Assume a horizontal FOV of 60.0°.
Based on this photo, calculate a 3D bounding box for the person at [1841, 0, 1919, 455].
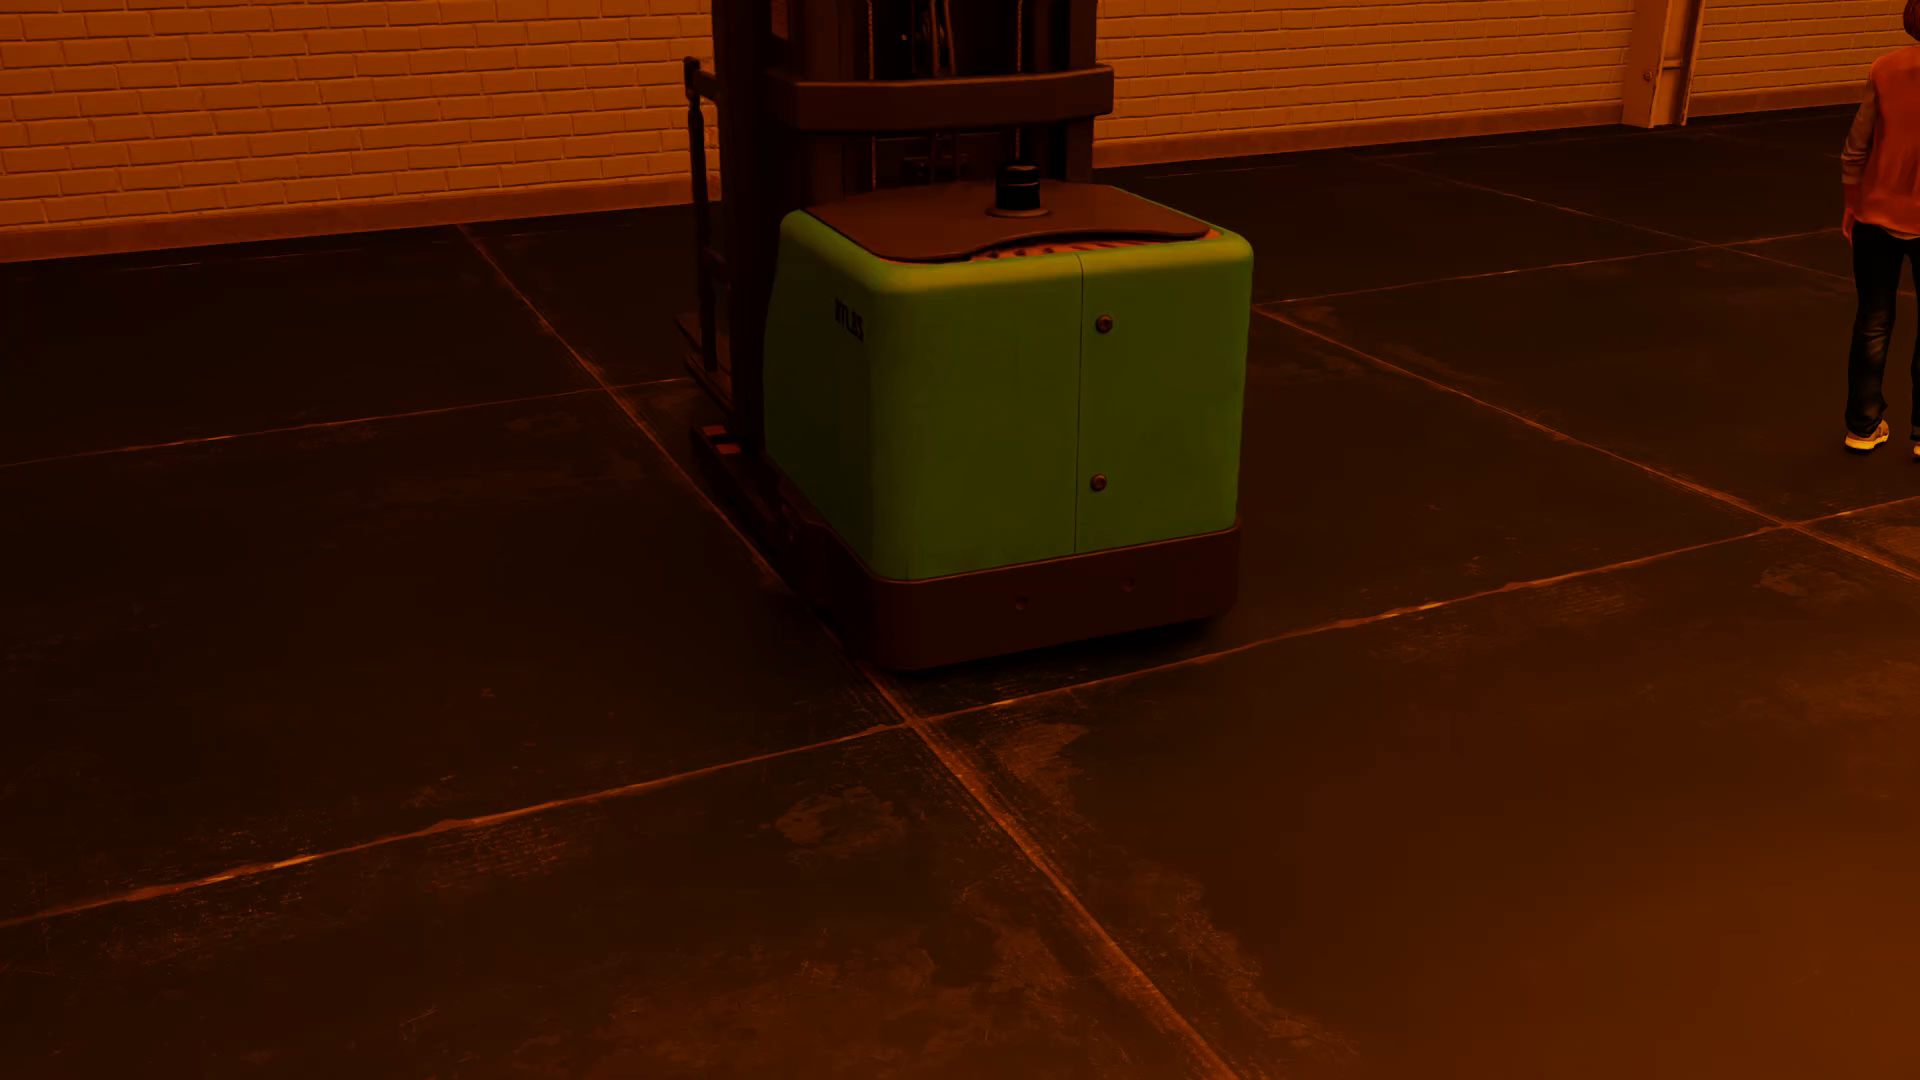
[{"bbox_3d":[3.236,-1.071,5.583,0.475,1.597,0.520,-16,27,-33],"label":"person"}]

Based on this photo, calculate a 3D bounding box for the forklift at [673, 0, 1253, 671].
[{"bbox_3d":[-0.272,-1.563,5.048,1.130,2.935,3.031,-9,24,-20],"label":"forklift"}]
